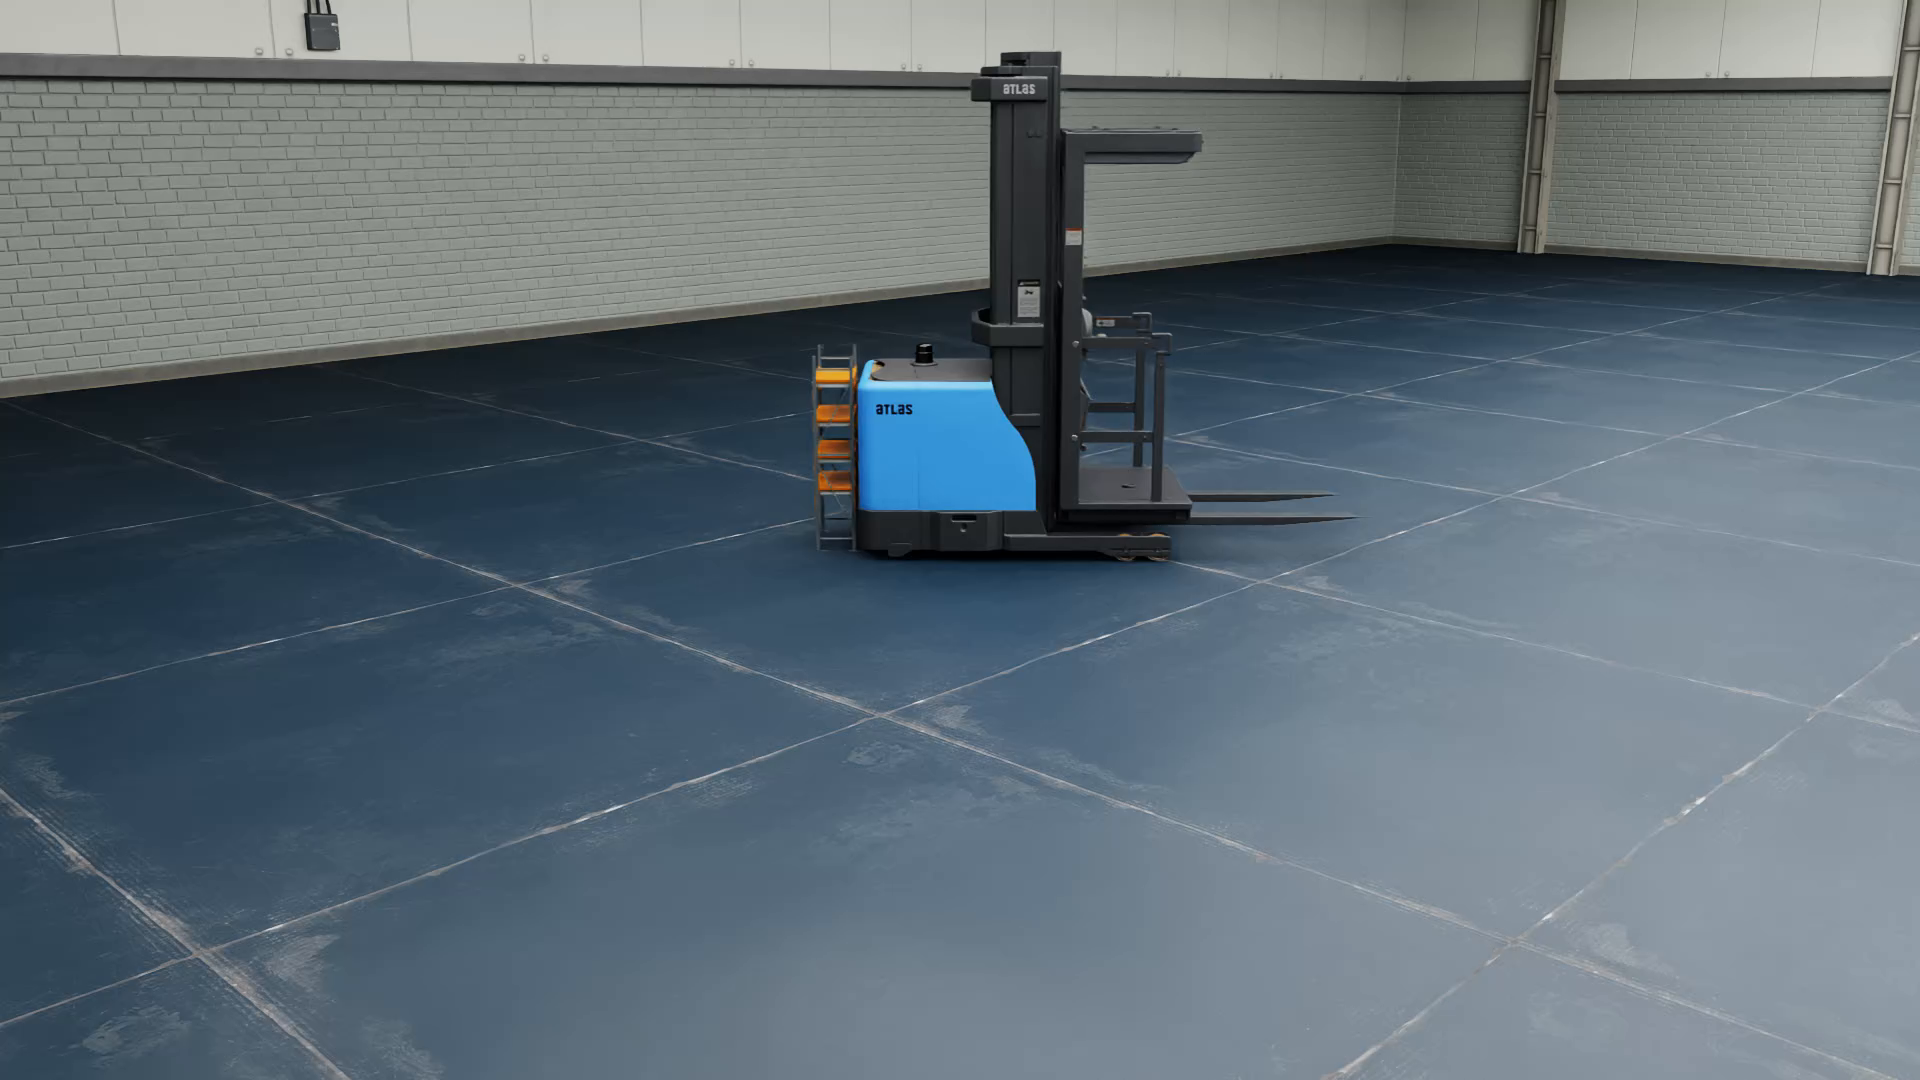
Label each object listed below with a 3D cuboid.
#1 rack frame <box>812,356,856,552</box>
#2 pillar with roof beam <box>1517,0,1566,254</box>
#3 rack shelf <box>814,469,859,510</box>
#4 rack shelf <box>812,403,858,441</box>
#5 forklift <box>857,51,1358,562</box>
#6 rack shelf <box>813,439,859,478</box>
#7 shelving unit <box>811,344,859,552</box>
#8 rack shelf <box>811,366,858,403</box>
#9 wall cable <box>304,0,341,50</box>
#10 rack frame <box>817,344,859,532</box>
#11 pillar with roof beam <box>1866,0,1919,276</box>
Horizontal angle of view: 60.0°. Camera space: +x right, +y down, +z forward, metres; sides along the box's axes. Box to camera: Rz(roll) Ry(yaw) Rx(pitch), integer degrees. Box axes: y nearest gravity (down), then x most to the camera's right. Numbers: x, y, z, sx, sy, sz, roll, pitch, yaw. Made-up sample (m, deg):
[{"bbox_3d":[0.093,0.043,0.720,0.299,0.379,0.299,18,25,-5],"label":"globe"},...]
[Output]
[{"bbox_3d":[-0.757,-0.512,10.016,0.240,1.200,0.015,0,15,-1],"label":"rack frame"},{"bbox_3d":[7.654,-8.935,26.876,0.400,9.000,9.100,14,20,42],"label":"pillar with roof beam"},{"bbox_3d":[-0.762,-0.316,10.319,0.258,0.148,0.480,0,15,-1],"label":"rack shelf"},{"bbox_3d":[-0.762,-0.724,10.212,0.258,0.148,0.480,0,15,-1],"label":"rack shelf"},{"bbox_3d":[0.897,-1.423,10.082,3.031,2.935,1.130,0,15,0],"label":"forklift"},{"bbox_3d":[-0.762,-0.508,10.269,0.258,0.148,0.480,0,15,-1],"label":"rack shelf"},{"bbox_3d":[-0.762,-0.573,10.252,0.258,1.200,0.503,0,15,-1],"label":"shelving unit"},{"bbox_3d":[-0.762,-0.953,10.153,0.258,0.148,0.480,0,15,-1],"label":"rack shelf"},{"bbox_3d":[-5.824,-8.120,17.005,0.169,6.003,2.305,14,20,42],"label":"wall cable"},{"bbox_3d":[-0.766,-0.635,10.488,0.240,1.200,0.015,0,15,-1],"label":"rack frame"},{"bbox_3d":[11.973,-7.885,22.846,0.400,9.000,9.100,14,20,42],"label":"pillar with roof beam"}]
